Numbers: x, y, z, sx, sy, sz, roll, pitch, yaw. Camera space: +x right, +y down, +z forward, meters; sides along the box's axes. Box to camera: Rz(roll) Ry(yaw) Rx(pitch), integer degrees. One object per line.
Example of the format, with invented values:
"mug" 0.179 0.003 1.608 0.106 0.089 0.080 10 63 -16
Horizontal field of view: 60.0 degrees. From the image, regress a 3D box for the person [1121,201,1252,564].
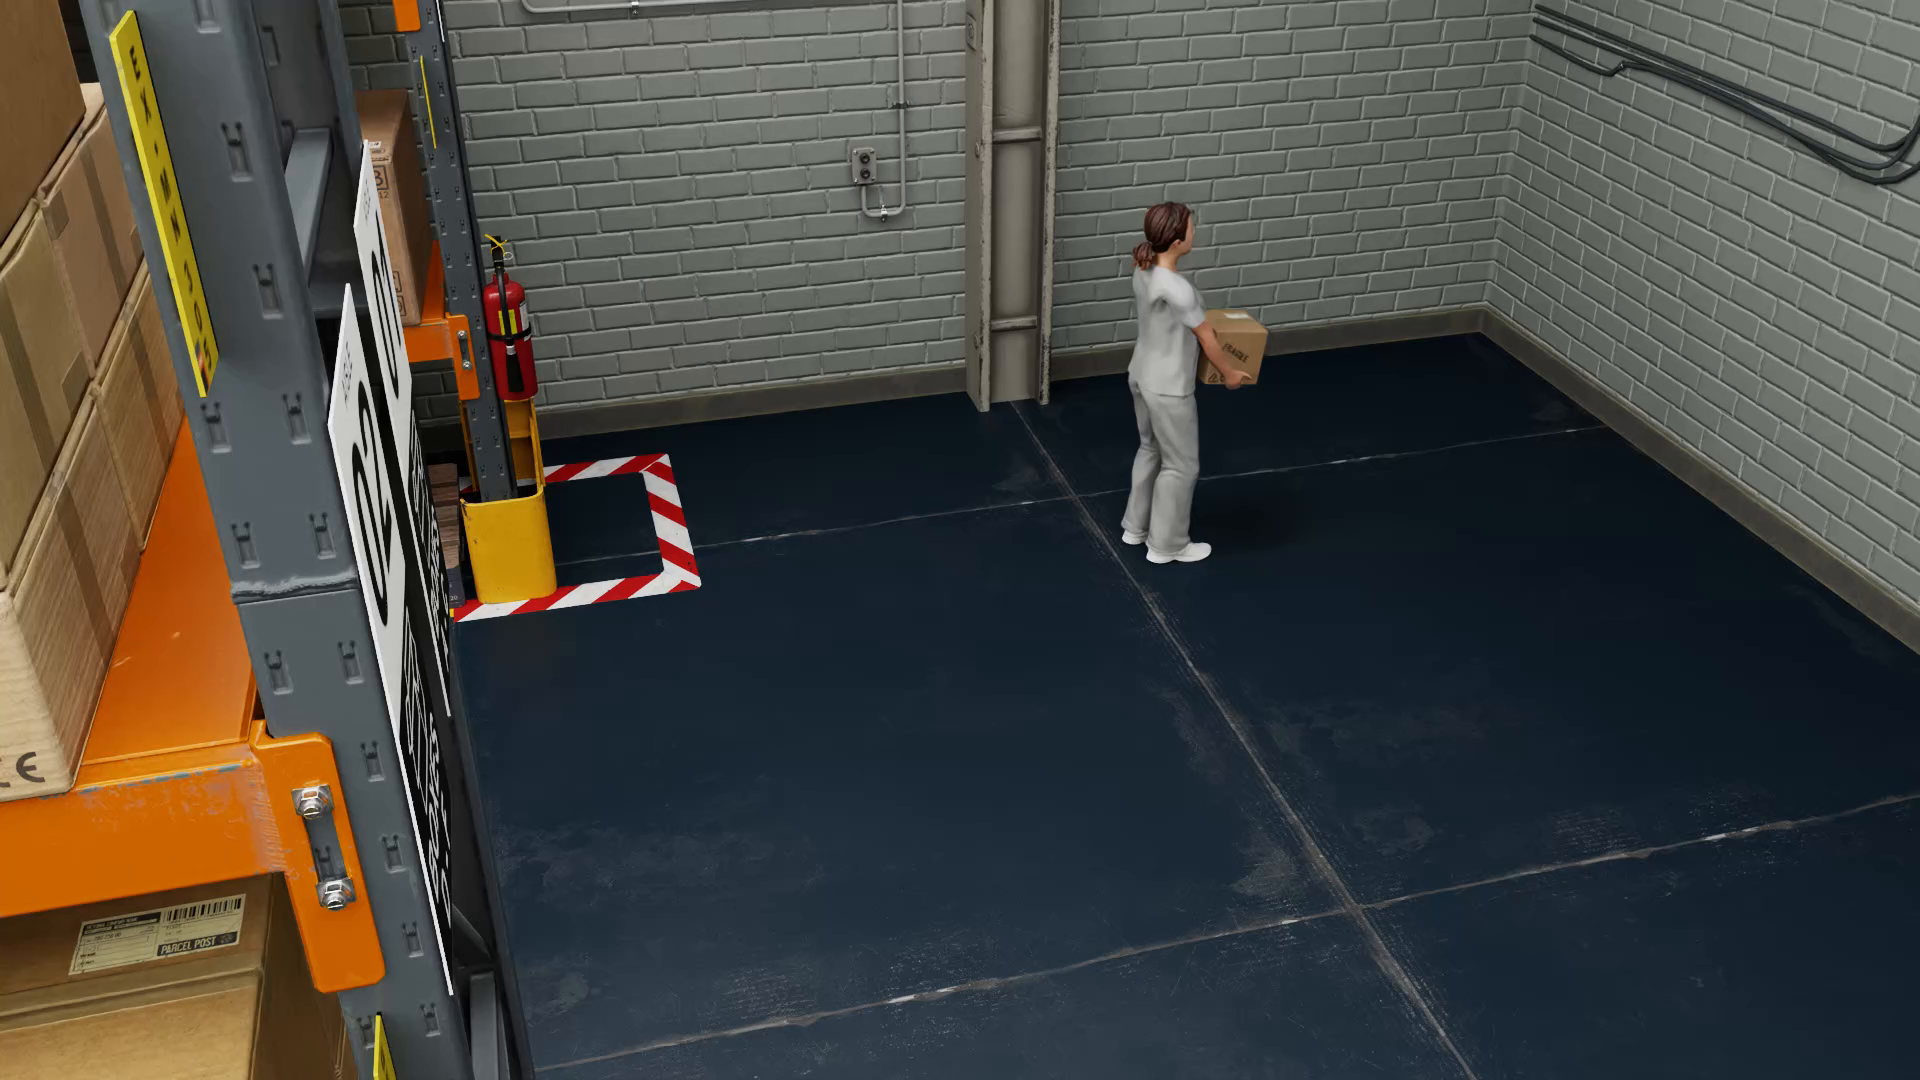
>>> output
"person" 0.974 -0.687 7.316 0.536 1.669 0.409 -8 31 -14
